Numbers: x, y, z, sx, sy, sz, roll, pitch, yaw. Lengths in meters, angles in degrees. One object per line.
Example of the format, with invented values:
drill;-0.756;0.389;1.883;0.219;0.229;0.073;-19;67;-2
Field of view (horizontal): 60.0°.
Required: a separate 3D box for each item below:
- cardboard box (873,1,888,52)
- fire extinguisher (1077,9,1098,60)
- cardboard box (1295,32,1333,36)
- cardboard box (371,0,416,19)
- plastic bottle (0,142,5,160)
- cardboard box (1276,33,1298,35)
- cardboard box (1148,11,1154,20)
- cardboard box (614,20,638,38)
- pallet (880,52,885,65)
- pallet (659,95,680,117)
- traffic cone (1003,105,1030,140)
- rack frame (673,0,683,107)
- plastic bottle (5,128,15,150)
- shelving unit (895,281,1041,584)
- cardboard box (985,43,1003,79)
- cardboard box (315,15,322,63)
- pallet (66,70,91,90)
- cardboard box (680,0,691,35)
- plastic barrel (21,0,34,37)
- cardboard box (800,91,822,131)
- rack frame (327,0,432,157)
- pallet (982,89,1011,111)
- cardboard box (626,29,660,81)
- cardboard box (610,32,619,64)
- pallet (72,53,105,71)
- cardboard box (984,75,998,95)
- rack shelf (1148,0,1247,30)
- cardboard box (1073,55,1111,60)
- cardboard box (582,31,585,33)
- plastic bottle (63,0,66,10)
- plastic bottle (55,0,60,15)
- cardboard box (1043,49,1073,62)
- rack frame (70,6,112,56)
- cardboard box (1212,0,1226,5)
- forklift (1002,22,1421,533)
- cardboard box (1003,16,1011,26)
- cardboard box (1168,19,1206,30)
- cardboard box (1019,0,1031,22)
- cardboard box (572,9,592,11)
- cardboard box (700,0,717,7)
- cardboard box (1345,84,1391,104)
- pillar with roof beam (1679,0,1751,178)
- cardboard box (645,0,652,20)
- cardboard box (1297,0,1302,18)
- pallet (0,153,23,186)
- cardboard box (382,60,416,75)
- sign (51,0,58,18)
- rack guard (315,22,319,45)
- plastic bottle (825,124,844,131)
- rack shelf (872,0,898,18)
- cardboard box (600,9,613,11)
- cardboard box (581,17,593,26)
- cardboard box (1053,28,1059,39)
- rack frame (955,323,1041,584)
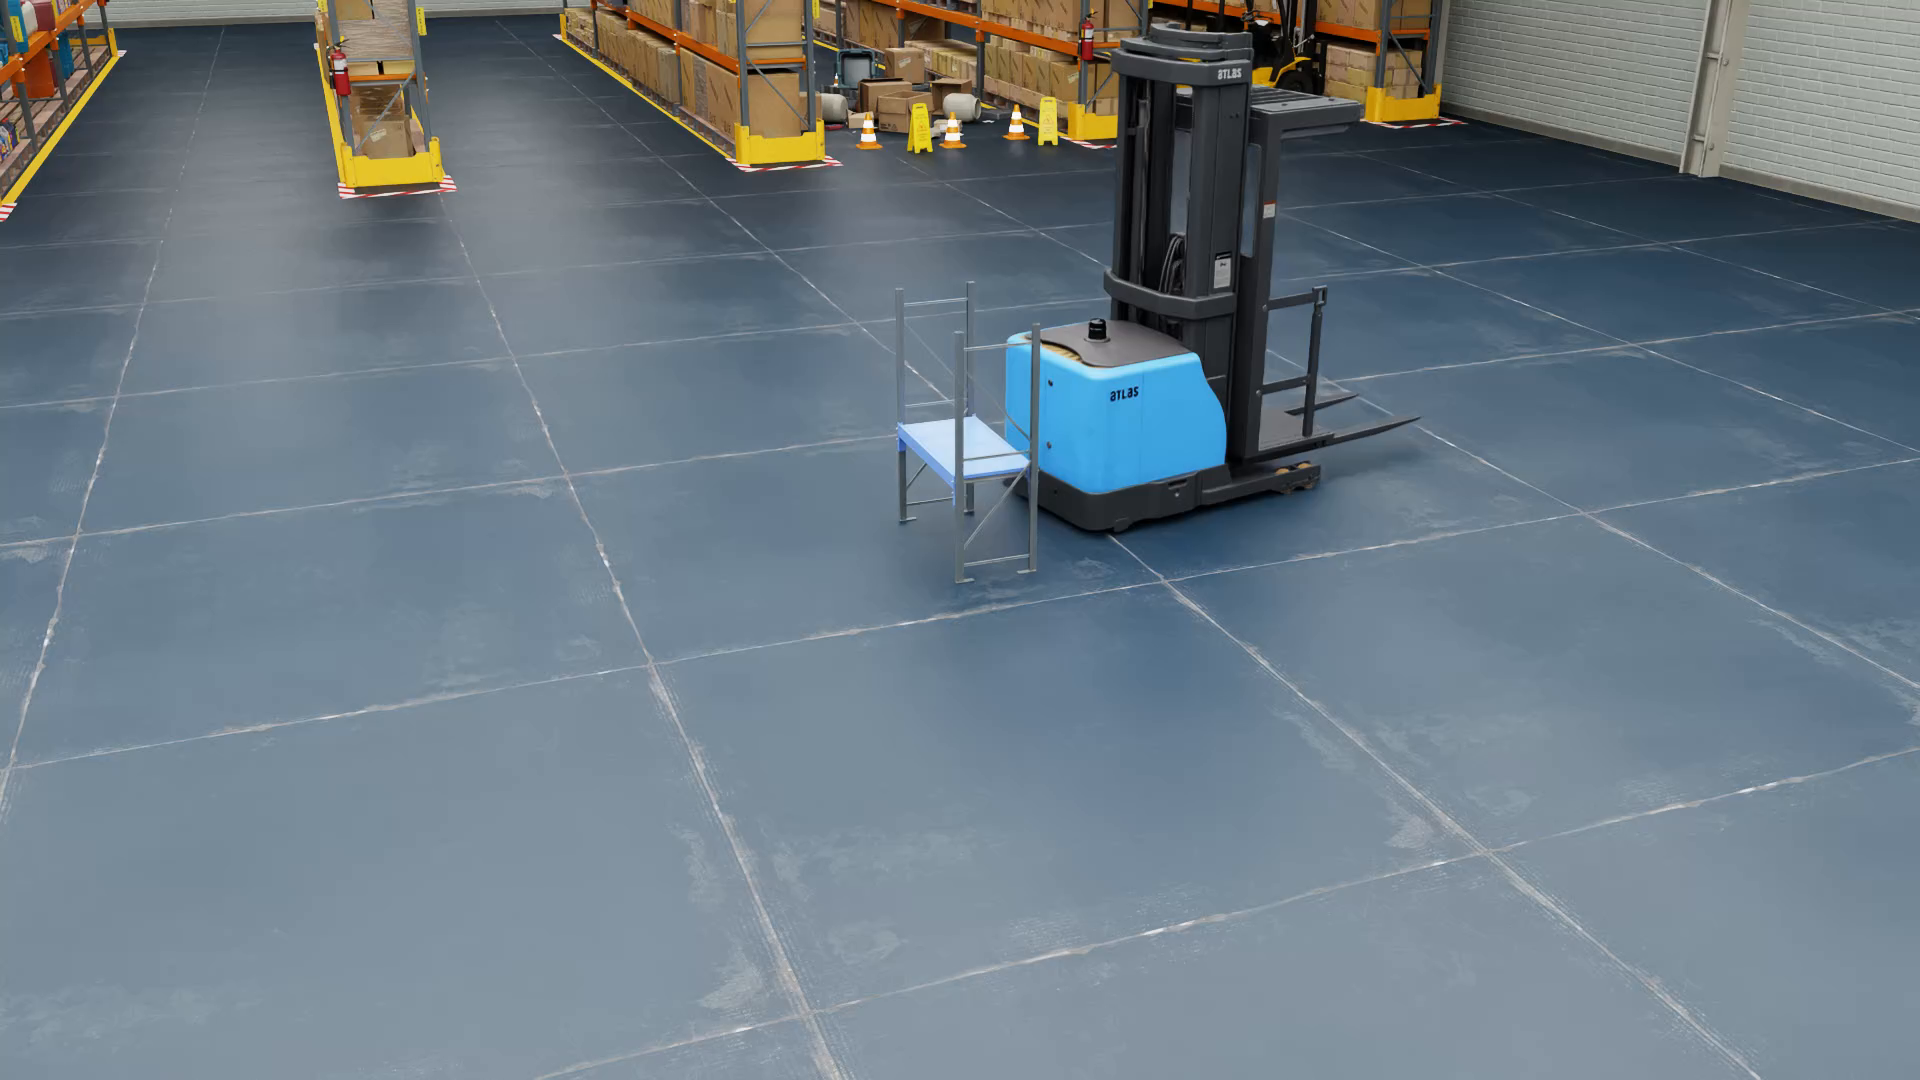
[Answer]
cardboard box;-1.128;-9.931;32.146;0.875;0.875;0.875;-8;24;-18
fire extinguisher;1.785;-7.083;23.292;0.296;0.674;0.183;-8;24;-19
cardboard box;5.953;-8.412;28.058;0.500;0.250;0.500;-9;24;-20
cardboard box;-7.035;-6.745;20.591;0.500;0.500;0.500;-8;24;-19
plastic bottle;-12.199;-4.955;21.092;0.097;0.271;0.097;0;23;0
cardboard box;5.454;-8.340;27.888;0.500;0.250;0.500;-8;24;-19
cardboard box;3.581;-10.298;32.663;0.380;0.149;0.250;-10;25;-22
cardboard box;-5.921;-9.196;29.918;0.500;0.250;0.500;-8;24;-18
pallet;-0.858;-9.142;31.668;1.003;0.211;1.213;-8;24;-19
pallet;-4.175;-6.946;26.458;1.003;0.211;1.213;-8;24;-19
traffic cone;0.817;-6.033;23.969;0.336;0.463;0.334;-8;24;-19
rack frame;-3.832;-7.961;25.275;1.000;3.000;0.127;-8;24;-19
plastic bottle;-12.480;-5.271;21.824;0.061;0.283;0.133;-7;24;-15
shelving unit;0.030;-0.660;9.885;0.538;1.500;1.048;-8;24;-19
cardboard box;0.719;-7.697;26.684;0.500;0.500;0.500;-7;24;-16
cardboard box;-10.773;-8.884;29.660;1.225;0.875;0.875;-9;25;-21
pallet;-15.734;-7.973;28.895;1.003;0.211;1.213;-8;24;-19
cardboard box;-3.691;-7.897;24.932;0.875;0.550;0.550;-8;24;-19
plastic barrel;-13.843;-7.645;24.382;0.421;0.512;0.421;0;23;0
cardboard box;-2.324;-6.387;24.756;0.500;0.500;0.500;-4;23;-10
rack frame;-7.095;-5.864;20.300;1.000;3.000;0.127;-8;24;-19
pallet;1.033;-7.152;26.948;1.003;0.211;1.213;-8;24;-19
cardboard box;-5.114;-8.337;28.525;1.050;0.750;0.750;-9;24;-20
cardboard box;-6.104;-9.038;30.509;0.500;0.500;0.500;-9;25;-21
pallet;-16.699;-8.965;31.249;1.003;0.211;1.213;-8;24;-19
cardboard box;0.719;-7.352;26.830;0.500;0.250;0.500;-10;25;-21
rack shelf;4.699;-9.754;30.457;1.077;0.370;4.000;-8;24;-19
cardboard box;1.952;-7.024;25.088;0.500;0.500;0.500;-9;25;-21
cardboard box;-7.511;-10.323;34.010;0.380;0.149;0.250;-8;24;-18
plastic bottle;-15.272;-9.165;28.197;0.144;0.351;0.185;-8;24;-19
plastic bottle;-14.948;-8.832;27.406;0.144;0.351;0.185;-8;24;-19
cardboard box;1.456;-7.174;24.607;0.380;0.149;0.250;-8;24;-17
rack frame;-17.381;-10.998;32.481;1.000;3.000;0.127;-8;24;-19
cardboard box;4.800;-9.619;29.403;0.500;0.250;0.500;-8;24;-19
forklift;1.798;-1.812;10.776;3.031;2.935;1.130;-14;26;-29
cardboard box;0.889;-8.131;26.002;0.380;0.149;0.250;-8;24;-17
cardboard box;4.438;-9.447;31.318;0.875;0.625;0.625;-8;24;-17
cardboard box;1.219;-8.117;25.135;0.500;0.500;0.500;-8;24;-18
cardboard box;-7.994;-11.154;35.216;0.380;0.149;0.250;-8;24;-18
cardboard box;-3.174;-7.798;23.306;0.875;0.550;0.500;-8;24;-19
cardboard box;6.357;-6.959;25.899;0.500;0.250;0.500;-8;24;-19
pillar with roof beam;5.508;-8.276;18.299;9.100;9.000;0.400;-8;24;-19
cardboard box;-4.805;-8.711;26.927;0.500;0.500;0.500;-9;24;-20
cardboard box;5.697;-8.837;27.226;0.500;0.500;0.500;-9;24;-20
pallet;-12.509;-4.659;21.031;1.003;0.211;1.213;-8;24;-19
cardboard box;-6.973;-5.884;20.672;0.380;0.149;0.250;-8;24;-19
sign;-14.043;-8.244;25.737;0.100;0.325;0.005;-8;24;-19
rack guard;-12.756;-10.534;34.599;1.175;0.500;0.348;-8;24;-19
plastic bottle;-1.865;-6.148;24.757;0.283;0.061;0.133;-18;29;-37
rack shelf;-1.357;-10.525;32.286;1.077;0.370;4.000;-8;24;-19
cardboard box;-7.402;-11.141;35.186;0.380;0.149;0.250;-9;24;-20
cardboard box;-7.450;-10.483;33.623;0.380;0.149;0.250;-10;25;-22
cardboard box;1.580;-7.387;24.237;0.380;0.149;0.250;-9;24;-20
rack frame;0.210;-0.475;9.447;0.500;1.500;0.032;-8;24;-19
